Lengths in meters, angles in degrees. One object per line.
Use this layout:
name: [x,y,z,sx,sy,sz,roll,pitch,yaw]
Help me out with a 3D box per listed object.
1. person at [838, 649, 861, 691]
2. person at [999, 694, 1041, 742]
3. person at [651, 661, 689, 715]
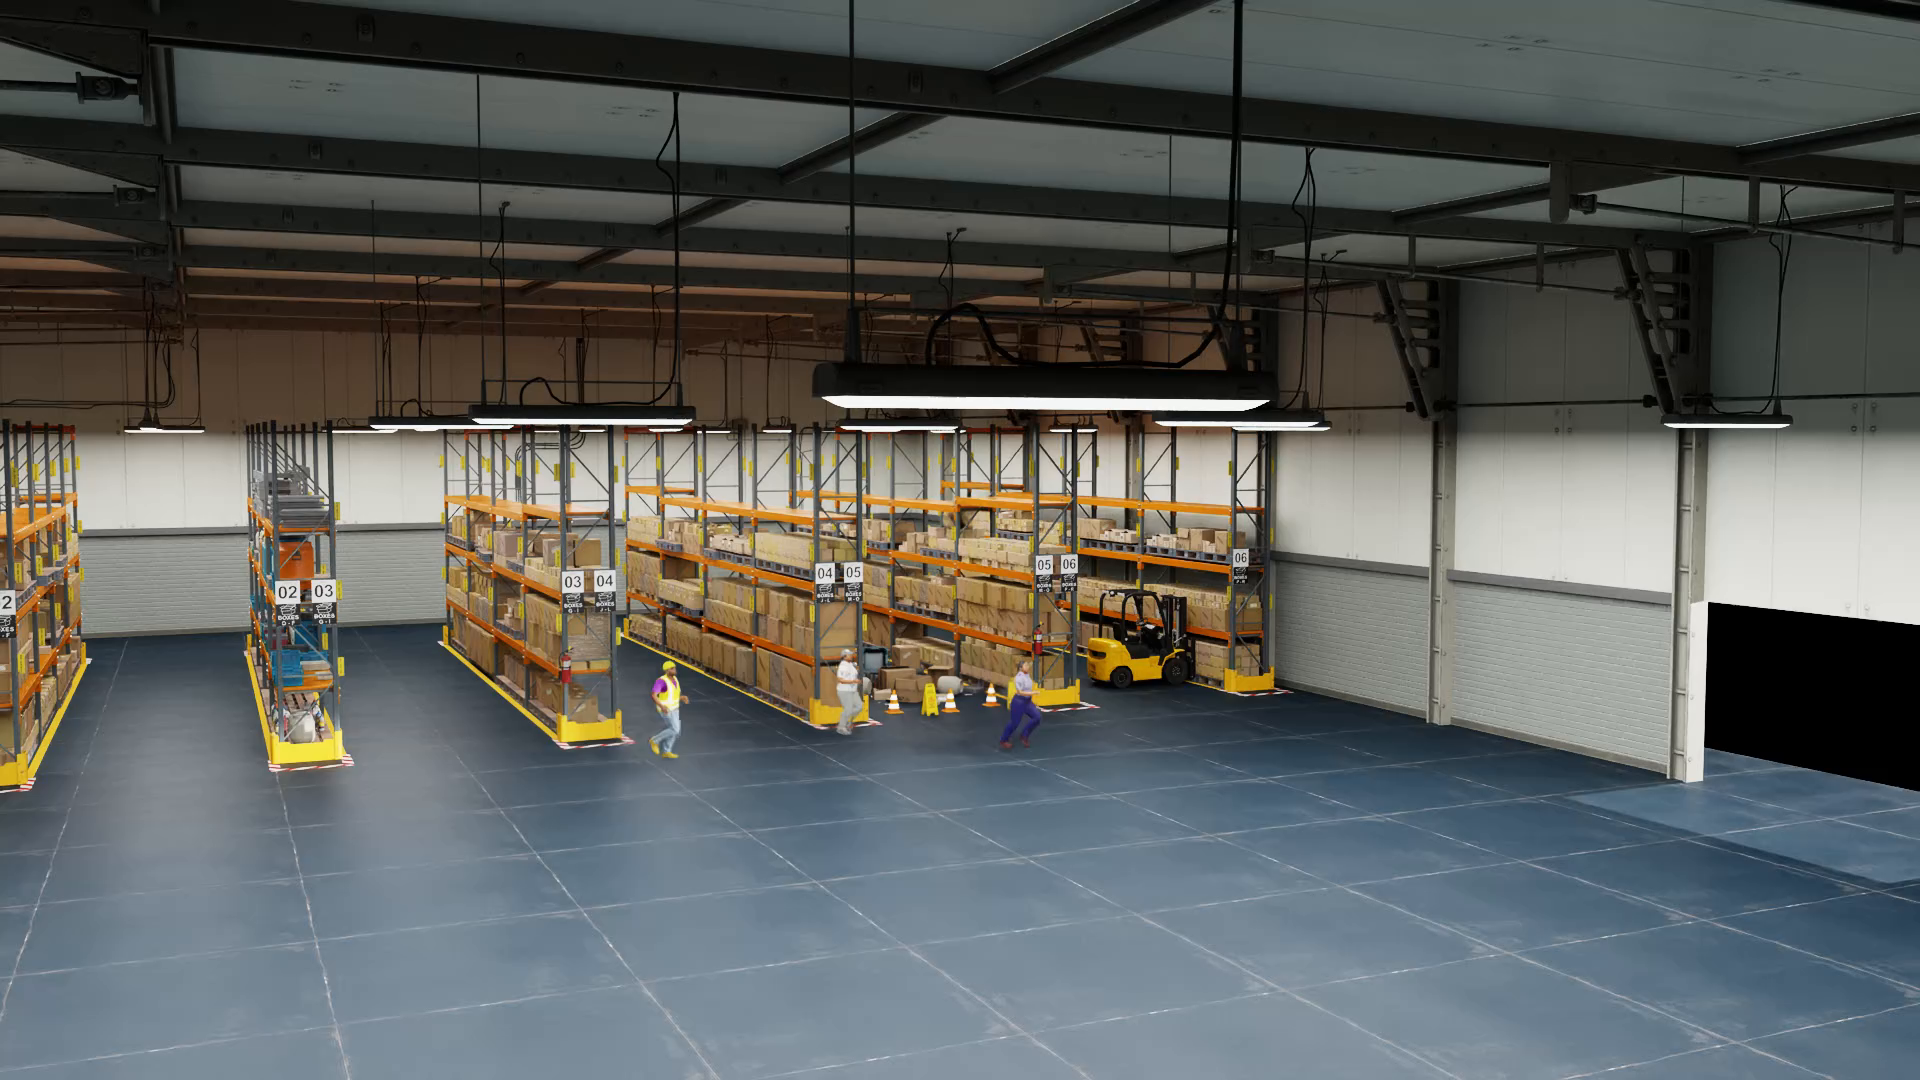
person: [-2.100,2.497,31.920,0.526,0.810,0.607,1,4,18]
person: [1.103,3.254,30.438,0.720,0.908,0.415,2,4,28]
person: [-5.118,2.615,29.563,0.505,0.933,0.687,1,4,17]
